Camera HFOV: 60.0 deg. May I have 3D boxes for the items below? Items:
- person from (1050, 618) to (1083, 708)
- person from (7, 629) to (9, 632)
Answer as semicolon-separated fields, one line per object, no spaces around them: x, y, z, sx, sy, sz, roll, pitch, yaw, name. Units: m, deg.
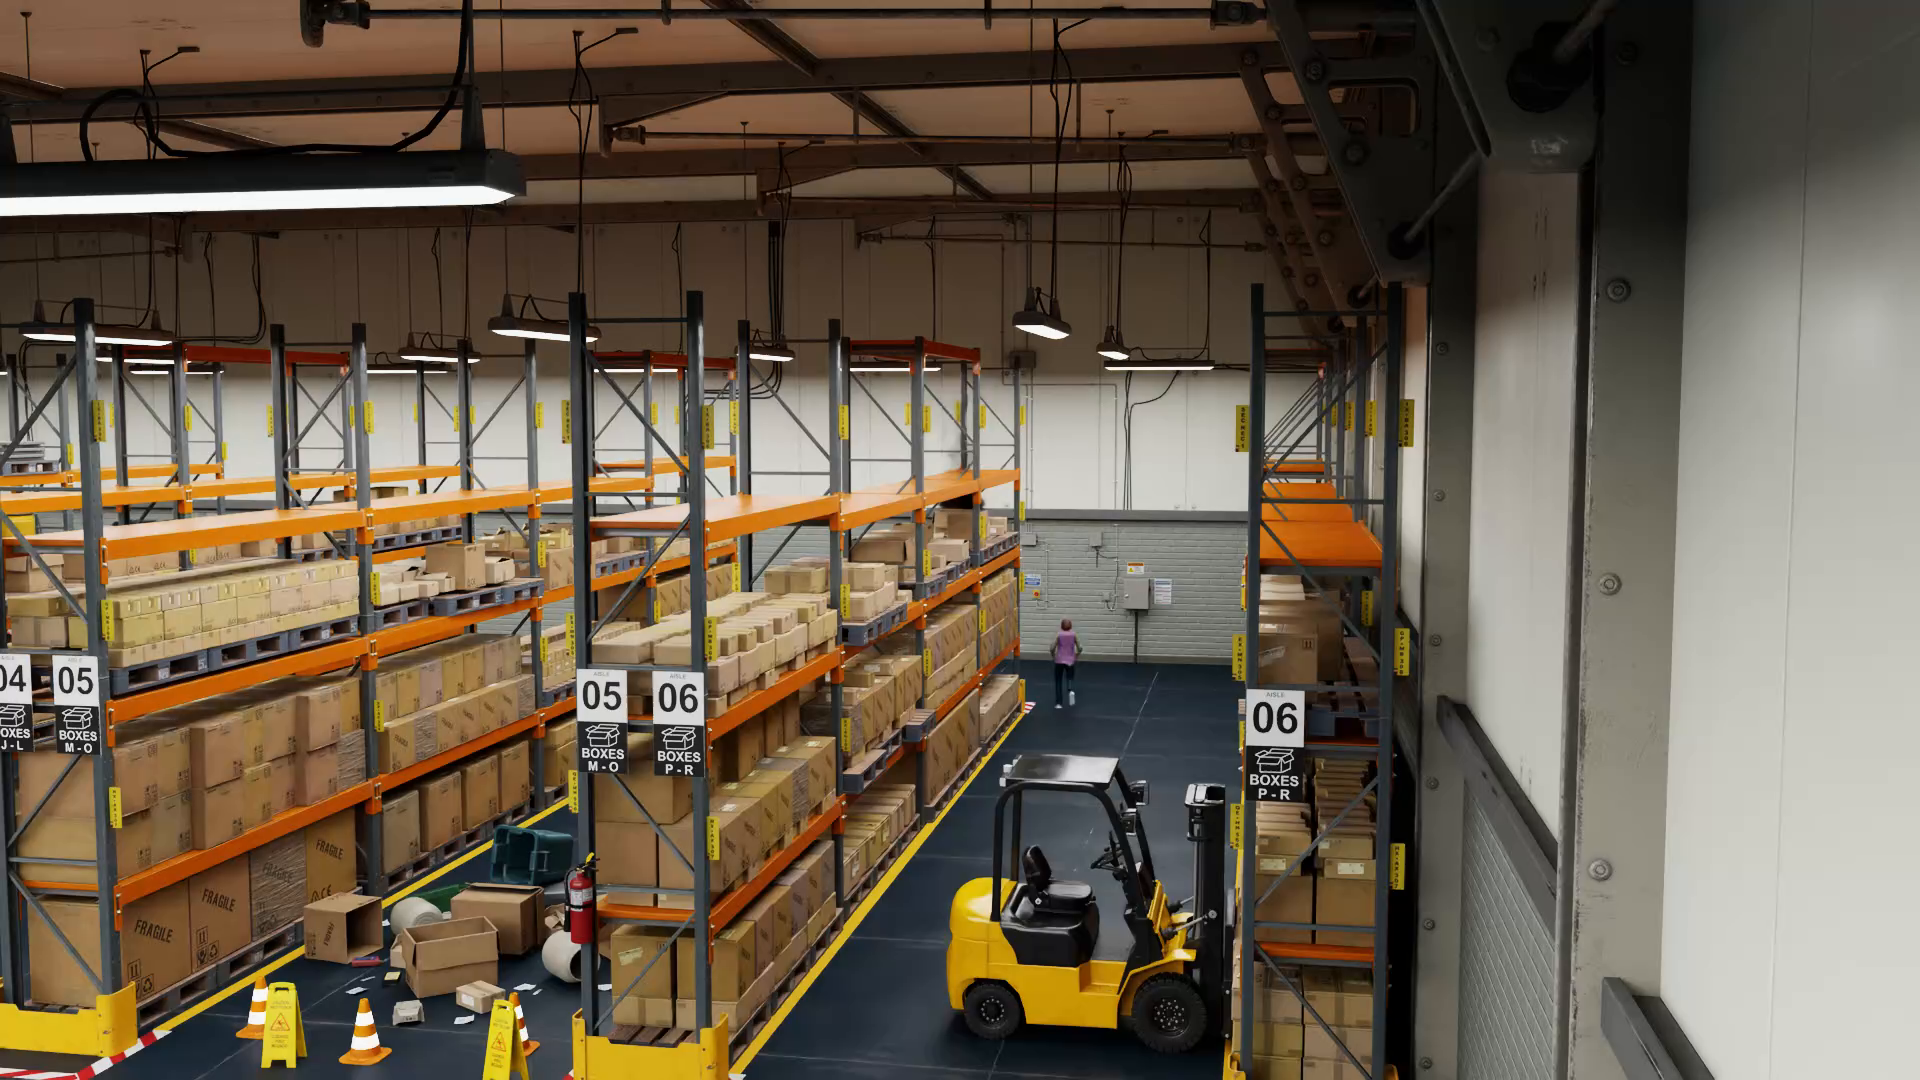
1.806;2.121;28.369;0.555;1.554;0.487;-1;5;-7;person
-17.322;1.861;30.551;0.664;1.721;0.785;0;5;-1;person
